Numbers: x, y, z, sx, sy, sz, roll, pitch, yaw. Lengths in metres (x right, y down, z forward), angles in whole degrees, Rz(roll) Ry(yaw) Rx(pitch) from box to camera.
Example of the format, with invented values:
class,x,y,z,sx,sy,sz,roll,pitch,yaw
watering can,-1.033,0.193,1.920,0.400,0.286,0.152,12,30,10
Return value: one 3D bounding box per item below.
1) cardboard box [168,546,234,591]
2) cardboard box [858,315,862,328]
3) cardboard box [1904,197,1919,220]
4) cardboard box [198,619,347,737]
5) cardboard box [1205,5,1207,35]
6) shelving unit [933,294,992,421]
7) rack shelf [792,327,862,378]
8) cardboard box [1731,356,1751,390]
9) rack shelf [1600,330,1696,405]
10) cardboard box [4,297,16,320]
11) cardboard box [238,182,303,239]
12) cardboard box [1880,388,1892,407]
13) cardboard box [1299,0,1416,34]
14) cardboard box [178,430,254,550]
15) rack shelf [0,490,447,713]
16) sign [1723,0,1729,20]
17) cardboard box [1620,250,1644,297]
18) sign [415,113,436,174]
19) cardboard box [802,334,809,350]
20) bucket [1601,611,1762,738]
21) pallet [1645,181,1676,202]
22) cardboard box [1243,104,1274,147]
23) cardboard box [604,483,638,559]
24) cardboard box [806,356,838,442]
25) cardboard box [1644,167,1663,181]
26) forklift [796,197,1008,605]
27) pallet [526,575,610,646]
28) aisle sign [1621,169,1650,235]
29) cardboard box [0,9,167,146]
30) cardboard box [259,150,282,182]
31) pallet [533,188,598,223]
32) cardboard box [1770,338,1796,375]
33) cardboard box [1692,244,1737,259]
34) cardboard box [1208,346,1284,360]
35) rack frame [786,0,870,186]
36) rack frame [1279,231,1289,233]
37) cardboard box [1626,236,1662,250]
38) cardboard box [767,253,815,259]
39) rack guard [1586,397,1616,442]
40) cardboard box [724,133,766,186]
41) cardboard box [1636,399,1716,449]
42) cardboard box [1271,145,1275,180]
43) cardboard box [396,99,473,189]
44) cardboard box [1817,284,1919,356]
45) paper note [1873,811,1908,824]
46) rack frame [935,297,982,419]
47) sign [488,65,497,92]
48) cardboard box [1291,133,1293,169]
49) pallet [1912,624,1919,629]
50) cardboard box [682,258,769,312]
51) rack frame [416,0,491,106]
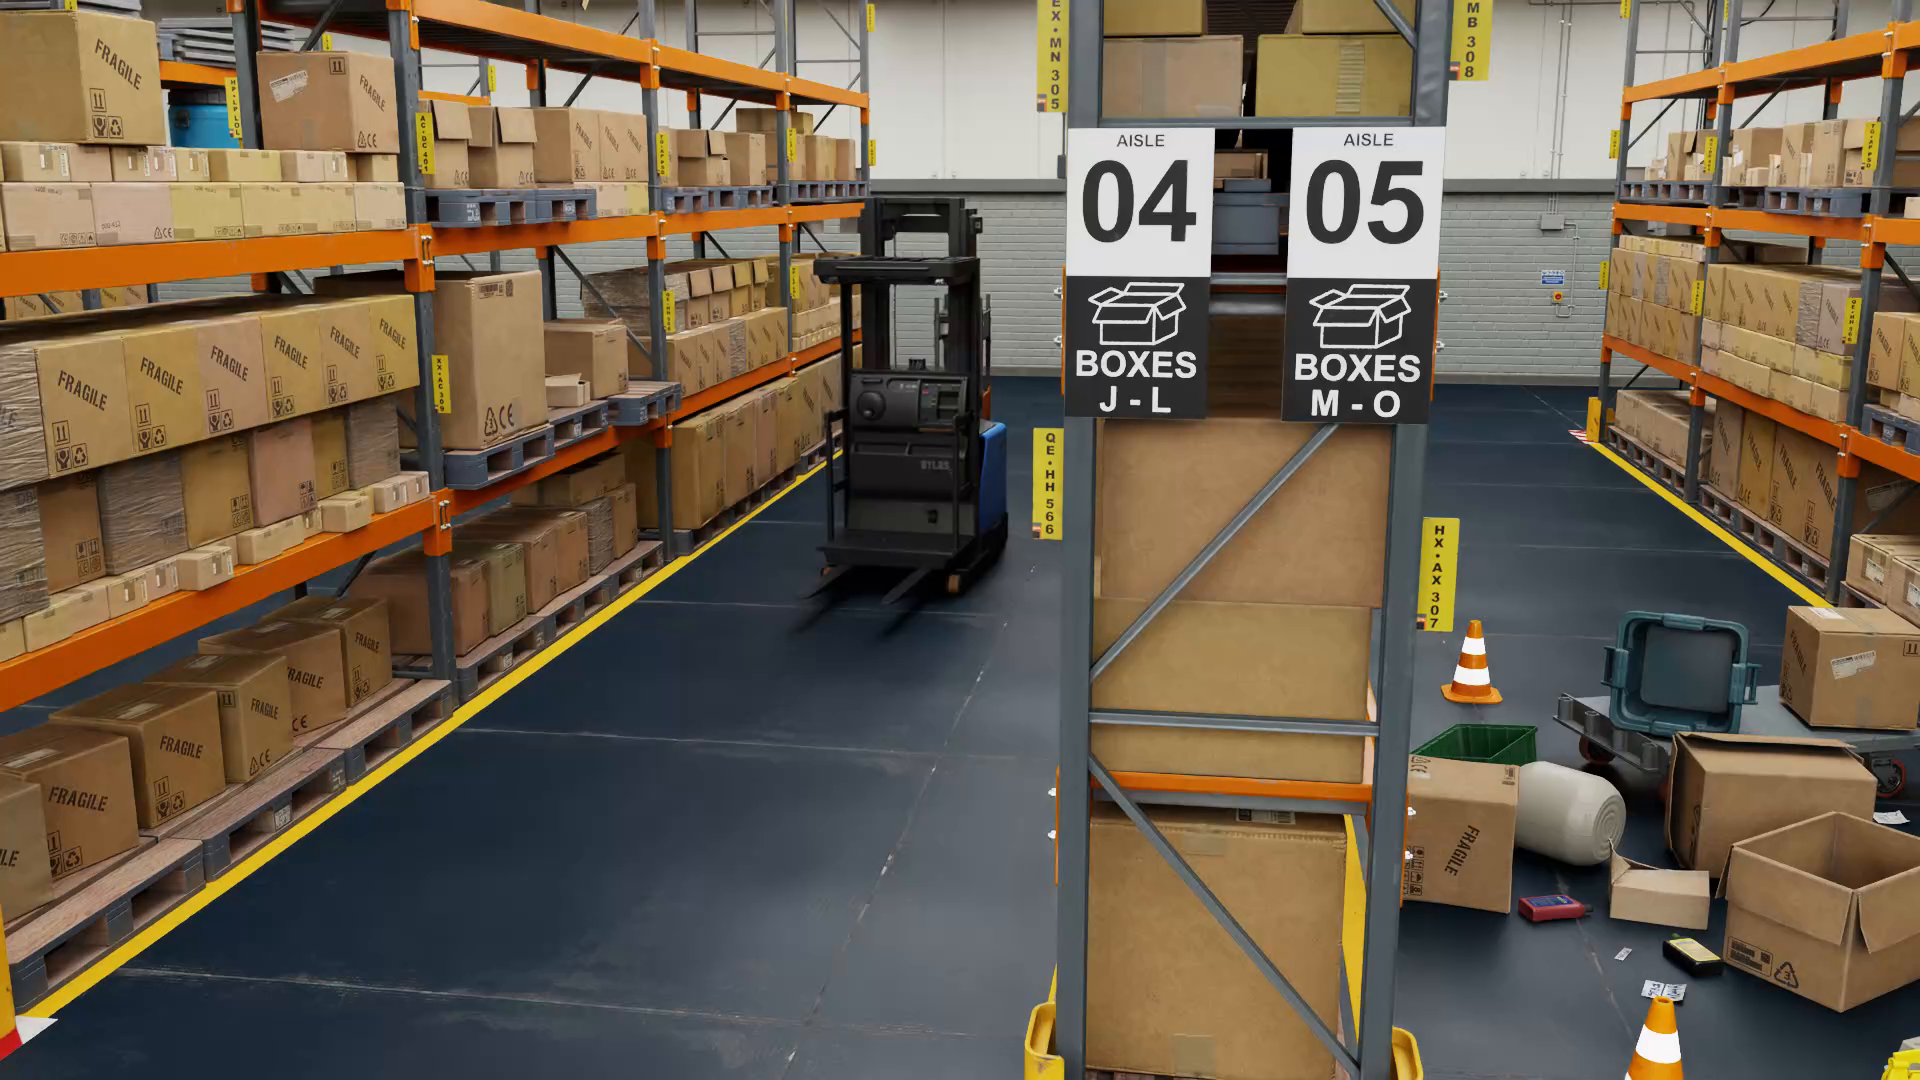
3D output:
class,x,y,z,sx,sy,sz,roll,pitch,yaw
cardboard box,-3.484,0.121,7.408,0.380,0.149,0.250,2,12,9
cardboard box,-1.397,-2.710,20.545,0.380,0.149,0.250,2,12,9
cardboard box,6.716,-2.269,11.377,0.380,0.149,0.250,2,12,9
cardboard box,-3.656,0.744,8.856,0.500,0.500,0.500,6,14,27
cardboard box,0.591,-1.633,5.301,0.380,0.149,0.250,2,12,10
shelving unit,0.025,-1.061,14.432,0.431,2.100,0.503,2,12,9
rack shelf,-1.937,-2.204,19.307,1.077,0.370,4.000,2,12,9
cardboard box,7.047,-1.448,14.447,0.500,0.250,0.500,2,12,8
rack shelf,7.855,-1.883,17.817,1.077,0.370,4.000,2,12,9
cardboard box,-11.609,-2.714,19.728,0.500,0.500,0.500,2,12,10
cardboard box,-3.451,-1.549,7.796,0.500,0.250,0.500,2,12,8
cardboard box,6.699,-1.006,11.642,0.380,0.149,0.250,1,12,5
cardboard box,1.161,-1.506,4.711,0.380,0.149,0.250,2,12,9
cardboard box,-3.812,-0.263,7.652,0.875,0.500,0.500,2,12,9
rack shelf,-3.782,0.294,7.716,1.077,0.370,4.000,2,12,9
sign,8.697,-6.058,18.839,0.100,0.325,0.005,2,12,9
cardboard box,7.735,-2.990,18.636,0.500,0.500,0.500,2,12,7
sign,-2.937,-2.177,9.127,0.100,0.325,0.005,2,12,9
cardboard box,-1.830,-2.122,17.815,0.380,0.149,0.250,1,12,7
bucket,3.668,0.668,8.435,0.726,0.611,0.620,7,4,28
pallet,7.874,-3.664,17.466,1.003,0.211,1.213,2,12,9
cardboard box,1.511,-1.869,7.340,0.500,0.250,0.500,2,12,8
cardboard box,-2.943,-0.159,13.002,0.700,0.500,0.500,1,12,6
cardboard box,-1.925,-1.628,18.974,0.875,0.875,0.875,2,12,9
cardboard box,7.768,-4.029,18.312,0.380,0.149,0.250,2,12,11
forklift,-0.447,-1.103,12.656,1.130,2.935,3.031,3,13,14
pallet,-3.171,0.473,11.800,1.003,0.211,1.213,2,12,9
aisle sign,7.887,-3.946,19.512,0.394,0.787,0.004,2,12,9
cardboard box,-3.595,-1.846,6.691,0.500,0.500,0.500,2,12,8
cardboard box,-3.453,-1.767,7.864,0.380,0.149,0.250,2,12,11
pallet,-3.118,-2.189,10.858,1.213,0.211,1.003,2,12,9
cardboard box,6.890,-1.480,13.408,0.500,0.250,0.500,2,12,7
cardboard box,7.476,-2.850,16.448,0.380,0.149,0.250,2,12,9
cardboard box,1.058,-0.481,6.685,0.875,0.550,0.500,2,12,9
rack frame,-1.629,-5.904,20.531,1.000,3.000,0.127,2,12,9
rack frame,1.411,-0.292,8.728,1.000,3.000,0.127,2,12,9
cardboard box,7.712,-3.333,18.690,0.380,0.149,0.250,2,12,10
cardboard box,-2.047,-3.215,20.162,0.500,0.500,0.500,2,12,7
rack guard,8.167,-1.434,19.959,1.175,0.500,0.348,2,12,9
cardboard box,-2.324,-3.739,16.367,0.700,0.500,0.500,2,12,10
cardboard box,8.028,-1.272,18.361,0.875,0.438,0.875,2,12,10
cardboard box,1.554,-1.644,7.244,0.380,0.149,0.250,2,12,9
cardboard box,-3.305,-2.291,9.640,0.797,0.503,0.637,1,12,6
cardboard box,6.754,-1.639,12.368,0.500,0.500,0.500,2,12,7
paper note,4.550,1.354,8.139,0.148,0.019,0.142,2,12,9
rack frame,-0.012,-1.010,14.197,0.400,2.100,0.015,2,12,9
sign,-5.977,-5.893,21.242,0.100,0.325,0.005,2,12,9
cardboard box,1.204,-1.171,5.050,0.380,0.149,0.250,2,12,9
pallet,6.621,0.794,10.310,1.003,0.211,1.213,2,12,9
cardboard box,-2.334,-2.545,16.565,0.797,0.503,0.637,2,12,7
rack frame,-6.523,-6.065,21.275,1.000,3.000,0.127,2,12,9
